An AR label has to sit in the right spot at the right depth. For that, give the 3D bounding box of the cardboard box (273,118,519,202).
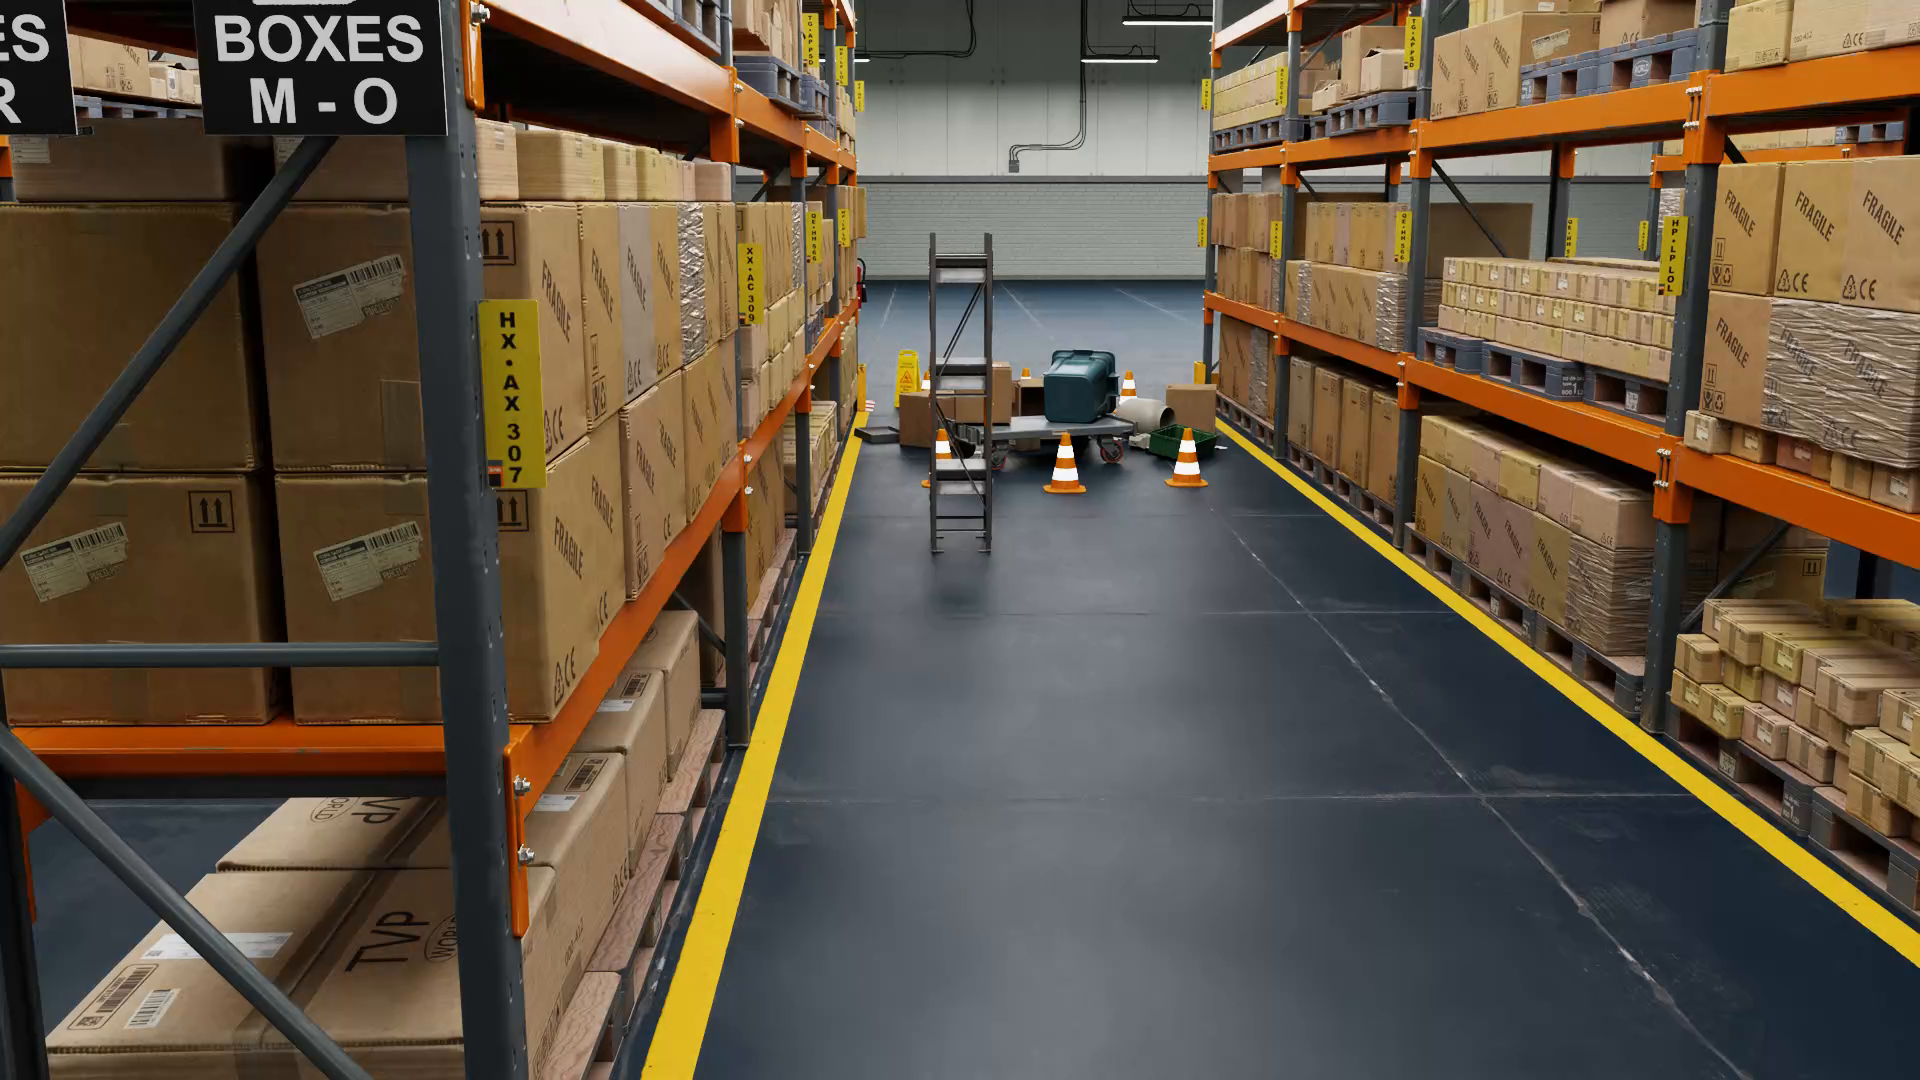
[{"bbox_3d":[-1.059,-0.716,3.145,0.380,0.149,0.250,0,11,0],"label":"cardboard box"}]

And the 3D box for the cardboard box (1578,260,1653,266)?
[{"bbox_3d":[3.930,-1.595,9.954,0.380,0.149,0.250,0,11,1],"label":"cardboard box"}]

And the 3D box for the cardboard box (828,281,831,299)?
[{"bbox_3d":[-1.261,-2.050,13.697,0.380,0.149,0.250,0,11,-2],"label":"cardboard box"}]

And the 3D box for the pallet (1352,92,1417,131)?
[{"bbox_3d":[3.387,-2.923,11.354,1.213,0.211,1.003,0,11,1],"label":"pallet"}]

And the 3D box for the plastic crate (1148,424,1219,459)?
[{"bbox_3d":[2.057,-0.892,15.340,0.450,0.188,0.662,17,18,26],"label":"plastic crate"}]

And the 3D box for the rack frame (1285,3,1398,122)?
[{"bbox_3d":[3.371,-5.153,14.326,1.000,3.000,0.127,0,11,-1],"label":"rack frame"}]

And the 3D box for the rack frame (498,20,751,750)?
[{"bbox_3d":[-1.411,-0.582,6.885,1.000,3.000,0.127,0,11,-1],"label":"rack frame"}]

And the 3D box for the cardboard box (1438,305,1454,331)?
[{"bbox_3d":[3.261,-1.411,10.544,0.380,0.149,0.250,0,11,-2],"label":"cardboard box"}]

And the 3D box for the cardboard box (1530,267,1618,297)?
[{"bbox_3d":[3.299,-1.389,8.938,0.380,0.149,0.250,0,11,-2],"label":"cardboard box"}]

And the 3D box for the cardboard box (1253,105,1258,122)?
[{"bbox_3d":[3.022,-4.088,15.943,0.380,0.149,0.250,0,11,0],"label":"cardboard box"}]

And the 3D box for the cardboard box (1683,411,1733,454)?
[{"bbox_3d":[3.215,-0.442,6.825,0.380,0.149,0.250,0,11,1],"label":"cardboard box"}]

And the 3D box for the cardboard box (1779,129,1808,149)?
[{"bbox_3d":[8.061,-3.803,15.594,0.500,0.250,0.500,0,11,0],"label":"cardboard box"}]

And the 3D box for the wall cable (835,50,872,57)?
[{"bbox_3d":[-4.162,-13.263,49.411,3.097,2.526,0.112,0,11,-1],"label":"wall cable"}]

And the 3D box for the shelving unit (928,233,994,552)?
[{"bbox_3d":[0.003,-0.996,11.188,0.431,2.100,0.503,0,11,-1],"label":"shelving unit"}]

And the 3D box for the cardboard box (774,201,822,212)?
[{"bbox_3d":[-1.285,-2.609,13.187,0.380,0.149,0.250,-1,11,-4],"label":"cardboard box"}]

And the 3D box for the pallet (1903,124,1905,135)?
[{"bbox_3d":[8.262,-3.262,13.021,1.213,0.211,1.003,0,11,-1],"label":"pallet"}]

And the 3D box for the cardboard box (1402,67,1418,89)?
[{"bbox_3d":[3.221,-3.146,11.259,0.380,0.166,0.250,0,11,-1],"label":"cardboard box"}]

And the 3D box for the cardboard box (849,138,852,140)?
[{"bbox_3d":[-1.383,-4.309,17.341,0.500,0.250,0.500,0,11,-2],"label":"cardboard box"}]

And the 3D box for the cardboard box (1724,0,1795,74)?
[{"bbox_3d":[3.282,-1.926,6.342,0.500,0.250,0.500,0,11,2],"label":"cardboard box"}]

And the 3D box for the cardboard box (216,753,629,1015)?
[{"bbox_3d":[-1.469,0.950,4.720,0.875,0.438,0.875,0,11,0],"label":"cardboard box"}]

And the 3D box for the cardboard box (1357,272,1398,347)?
[{"bbox_3d":[3.167,-1.654,11.918,0.500,0.500,0.500,0,11,-1],"label":"cardboard box"}]

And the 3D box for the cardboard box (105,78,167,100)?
[{"bbox_3d":[-6.197,-3.382,12.467,0.380,0.149,0.250,0,11,-2],"label":"cardboard box"}]

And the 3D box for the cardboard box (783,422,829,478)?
[{"bbox_3d":[-1.529,-0.705,13.043,0.950,0.372,0.625,0,11,1],"label":"cardboard box"}]

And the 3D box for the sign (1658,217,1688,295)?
[{"bbox_3d":[2.981,-1.187,6.954,0.100,0.325,0.005,0,11,-1],"label":"sign"}]

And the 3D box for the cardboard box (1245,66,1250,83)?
[{"bbox_3d":[3.013,-4.579,16.358,0.380,0.149,0.250,0,11,0],"label":"cardboard box"}]

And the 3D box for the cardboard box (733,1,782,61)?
[{"bbox_3d":[-1.099,-2.557,8.355,0.396,0.266,0.258,1,11,4],"label":"cardboard box"}]

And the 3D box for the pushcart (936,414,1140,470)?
[{"bbox_3d":[0.702,-0.907,15.079,1.648,0.377,0.936,-4,12,-21],"label":"pushcart"}]

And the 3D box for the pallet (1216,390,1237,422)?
[{"bbox_3d":[3.383,-1.483,18.337,1.003,0.211,1.213,0,11,-1],"label":"pallet"}]

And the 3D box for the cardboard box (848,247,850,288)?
[{"bbox_3d":[-1.368,-2.756,16.599,0.500,0.500,0.500,0,11,0],"label":"cardboard box"}]

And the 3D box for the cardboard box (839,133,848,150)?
[{"bbox_3d":[-1.276,-3.839,16.025,0.380,0.149,0.250,0,11,-2],"label":"cardboard box"}]

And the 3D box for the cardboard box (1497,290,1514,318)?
[{"bbox_3d":[3.289,-1.343,9.461,0.380,0.149,0.250,0,11,-1],"label":"cardboard box"}]

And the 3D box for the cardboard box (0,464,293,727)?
[{"bbox_3d":[-1.603,0.069,3.423,0.500,0.500,0.500,0,11,-1],"label":"cardboard box"}]

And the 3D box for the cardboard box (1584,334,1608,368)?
[{"bbox_3d":[3.316,-0.935,8.197,0.380,0.149,0.250,-1,11,-4],"label":"cardboard box"}]

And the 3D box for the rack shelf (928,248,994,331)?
[{"bbox_3d":[0.003,-1.669,11.052,0.431,0.518,0.480,0,11,-1],"label":"rack shelf"}]

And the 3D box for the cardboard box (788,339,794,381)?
[{"bbox_3d":[-1.203,-1.003,9.335,0.500,0.250,0.500,0,11,-2],"label":"cardboard box"}]

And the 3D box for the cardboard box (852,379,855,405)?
[{"bbox_3d":[-1.370,-1.563,17.580,0.500,0.250,0.500,0,11,-1],"label":"cardboard box"}]

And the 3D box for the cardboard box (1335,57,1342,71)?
[{"bbox_3d":[3.691,-4.380,15.380,0.380,0.149,0.250,0,11,-2],"label":"cardboard box"}]

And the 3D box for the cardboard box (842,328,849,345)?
[{"bbox_3d":[-1.274,-1.962,16.027,0.380,0.149,0.250,0,11,1],"label":"cardboard box"}]

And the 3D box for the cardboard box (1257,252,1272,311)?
[{"bbox_3d":[3.317,-2.469,15.807,0.875,0.550,0.550,0,11,-1],"label":"cardboard box"}]

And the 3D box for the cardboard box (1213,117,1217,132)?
[{"bbox_3d":[2.974,-4.540,18.175,0.380,0.149,0.250,0,11,-1],"label":"cardboard box"}]

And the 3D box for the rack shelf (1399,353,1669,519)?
[{"bbox_3d":[3.495,-0.668,9.115,1.077,0.370,4.000,0,11,-1],"label":"rack shelf"}]

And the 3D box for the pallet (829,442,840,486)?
[{"bbox_3d":[-1.559,-0.651,14.238,1.003,0.211,1.213,0,11,-1],"label":"pallet"}]

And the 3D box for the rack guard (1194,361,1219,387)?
[{"bbox_3d":[3.287,-1.788,19.114,1.175,0.500,0.348,0,11,-1],"label":"rack guard"}]

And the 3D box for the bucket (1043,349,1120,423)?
[{"bbox_3d":[1.063,-1.371,15.184,0.726,0.611,0.620,4,22,18],"label":"bucket"}]

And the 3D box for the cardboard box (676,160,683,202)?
[{"bbox_3d":[-1.194,-1.277,5.911,0.380,0.149,0.250,0,11,-1],"label":"cardboard box"}]

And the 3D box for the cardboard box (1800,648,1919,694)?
[{"bbox_3d":[3.365,0.503,6.152,0.380,0.149,0.250,-1,11,-3],"label":"cardboard box"}]

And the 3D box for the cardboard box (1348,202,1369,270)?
[{"bbox_3d":[3.419,-2.350,12.833,0.700,0.500,0.500,0,11,-2],"label":"cardboard box"}]

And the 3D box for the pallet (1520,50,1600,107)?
[{"bbox_3d":[3.605,-2.330,8.428,1.213,0.211,1.003,0,11,-1],"label":"pallet"}]

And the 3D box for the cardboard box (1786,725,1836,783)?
[{"bbox_3d":[3.340,0.795,6.212,0.380,0.149,0.250,0,11,-2],"label":"cardboard box"}]

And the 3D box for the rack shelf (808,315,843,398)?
[{"bbox_3d":[-1.535,-1.422,12.835,1.077,0.370,4.000,0,11,-1],"label":"rack shelf"}]

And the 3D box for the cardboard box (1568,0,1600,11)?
[{"bbox_3d":[3.747,-3.131,9.726,0.396,0.266,0.258,0,11,-1],"label":"cardboard box"}]

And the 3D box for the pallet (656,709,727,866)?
[{"bbox_3d":[-1.473,0.936,6.415,1.003,0.211,1.213,0,11,-1],"label":"pallet"}]

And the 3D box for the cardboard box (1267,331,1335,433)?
[{"bbox_3d":[3.428,-1.503,15.710,0.875,0.875,0.875,0,11,0],"label":"cardboard box"}]

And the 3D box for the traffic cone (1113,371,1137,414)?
[{"bbox_3d":[1.879,-1.653,18.545,0.336,0.463,0.334,0,11,-1],"label":"traffic cone"}]

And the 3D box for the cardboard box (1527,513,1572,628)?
[{"bbox_3d":[3.259,0.148,8.514,0.500,0.500,0.500,-1,11,-2],"label":"cardboard box"}]

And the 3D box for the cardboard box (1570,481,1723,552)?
[{"bbox_3d":[3.268,-0.118,7.941,0.500,0.250,0.500,-1,11,-3],"label":"cardboard box"}]

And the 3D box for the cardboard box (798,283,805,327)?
[{"bbox_3d":[-1.230,-1.454,10.300,0.500,0.250,0.500,0,11,-1],"label":"cardboard box"}]

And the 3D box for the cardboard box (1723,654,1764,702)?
[{"bbox_3d":[3.318,0.546,6.688,0.380,0.149,0.250,0,11,-1],"label":"cardboard box"}]
